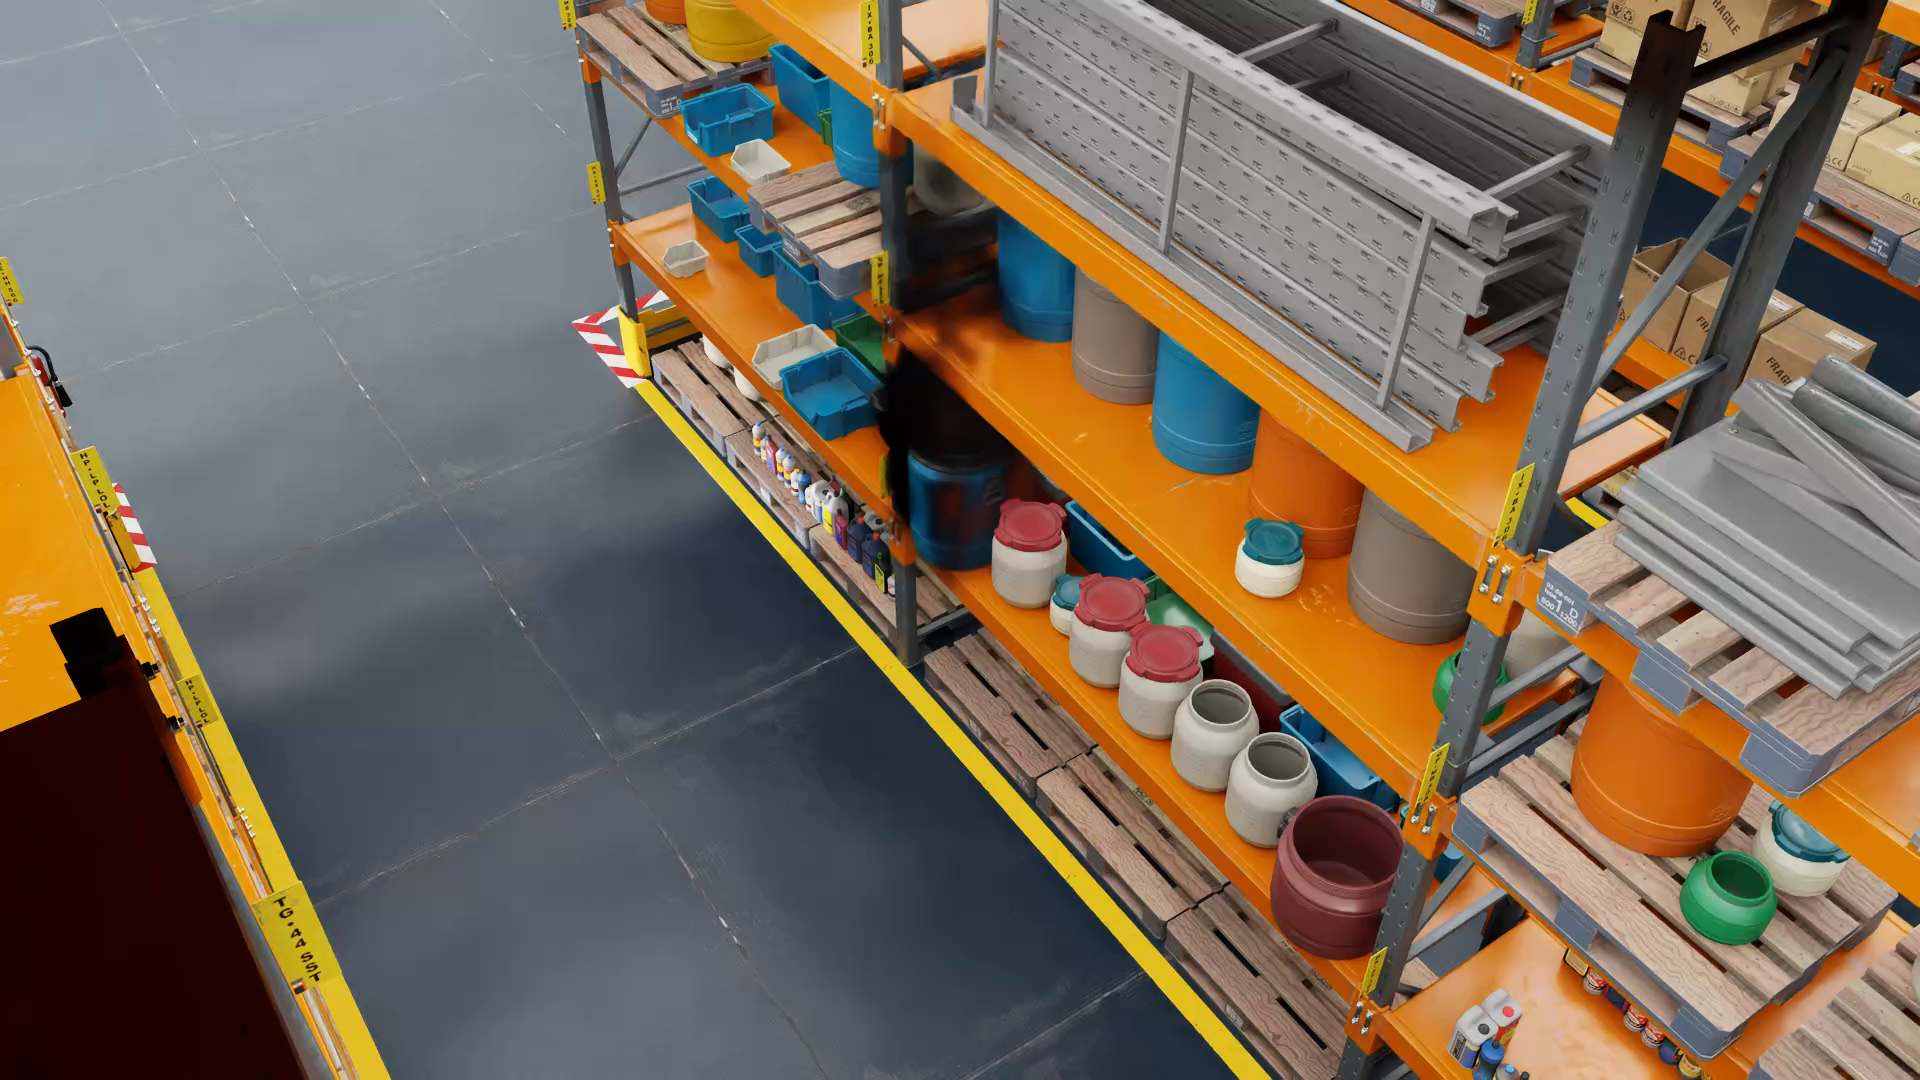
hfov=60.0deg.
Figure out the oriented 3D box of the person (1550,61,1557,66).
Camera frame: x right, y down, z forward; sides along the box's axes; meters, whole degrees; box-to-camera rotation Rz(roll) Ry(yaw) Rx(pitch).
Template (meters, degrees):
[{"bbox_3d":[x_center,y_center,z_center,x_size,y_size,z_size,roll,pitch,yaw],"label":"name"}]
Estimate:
[{"bbox_3d":[4.833,-3.603,14.384,0.644,1.836,0.763,-30,50,-28],"label":"person"}]
